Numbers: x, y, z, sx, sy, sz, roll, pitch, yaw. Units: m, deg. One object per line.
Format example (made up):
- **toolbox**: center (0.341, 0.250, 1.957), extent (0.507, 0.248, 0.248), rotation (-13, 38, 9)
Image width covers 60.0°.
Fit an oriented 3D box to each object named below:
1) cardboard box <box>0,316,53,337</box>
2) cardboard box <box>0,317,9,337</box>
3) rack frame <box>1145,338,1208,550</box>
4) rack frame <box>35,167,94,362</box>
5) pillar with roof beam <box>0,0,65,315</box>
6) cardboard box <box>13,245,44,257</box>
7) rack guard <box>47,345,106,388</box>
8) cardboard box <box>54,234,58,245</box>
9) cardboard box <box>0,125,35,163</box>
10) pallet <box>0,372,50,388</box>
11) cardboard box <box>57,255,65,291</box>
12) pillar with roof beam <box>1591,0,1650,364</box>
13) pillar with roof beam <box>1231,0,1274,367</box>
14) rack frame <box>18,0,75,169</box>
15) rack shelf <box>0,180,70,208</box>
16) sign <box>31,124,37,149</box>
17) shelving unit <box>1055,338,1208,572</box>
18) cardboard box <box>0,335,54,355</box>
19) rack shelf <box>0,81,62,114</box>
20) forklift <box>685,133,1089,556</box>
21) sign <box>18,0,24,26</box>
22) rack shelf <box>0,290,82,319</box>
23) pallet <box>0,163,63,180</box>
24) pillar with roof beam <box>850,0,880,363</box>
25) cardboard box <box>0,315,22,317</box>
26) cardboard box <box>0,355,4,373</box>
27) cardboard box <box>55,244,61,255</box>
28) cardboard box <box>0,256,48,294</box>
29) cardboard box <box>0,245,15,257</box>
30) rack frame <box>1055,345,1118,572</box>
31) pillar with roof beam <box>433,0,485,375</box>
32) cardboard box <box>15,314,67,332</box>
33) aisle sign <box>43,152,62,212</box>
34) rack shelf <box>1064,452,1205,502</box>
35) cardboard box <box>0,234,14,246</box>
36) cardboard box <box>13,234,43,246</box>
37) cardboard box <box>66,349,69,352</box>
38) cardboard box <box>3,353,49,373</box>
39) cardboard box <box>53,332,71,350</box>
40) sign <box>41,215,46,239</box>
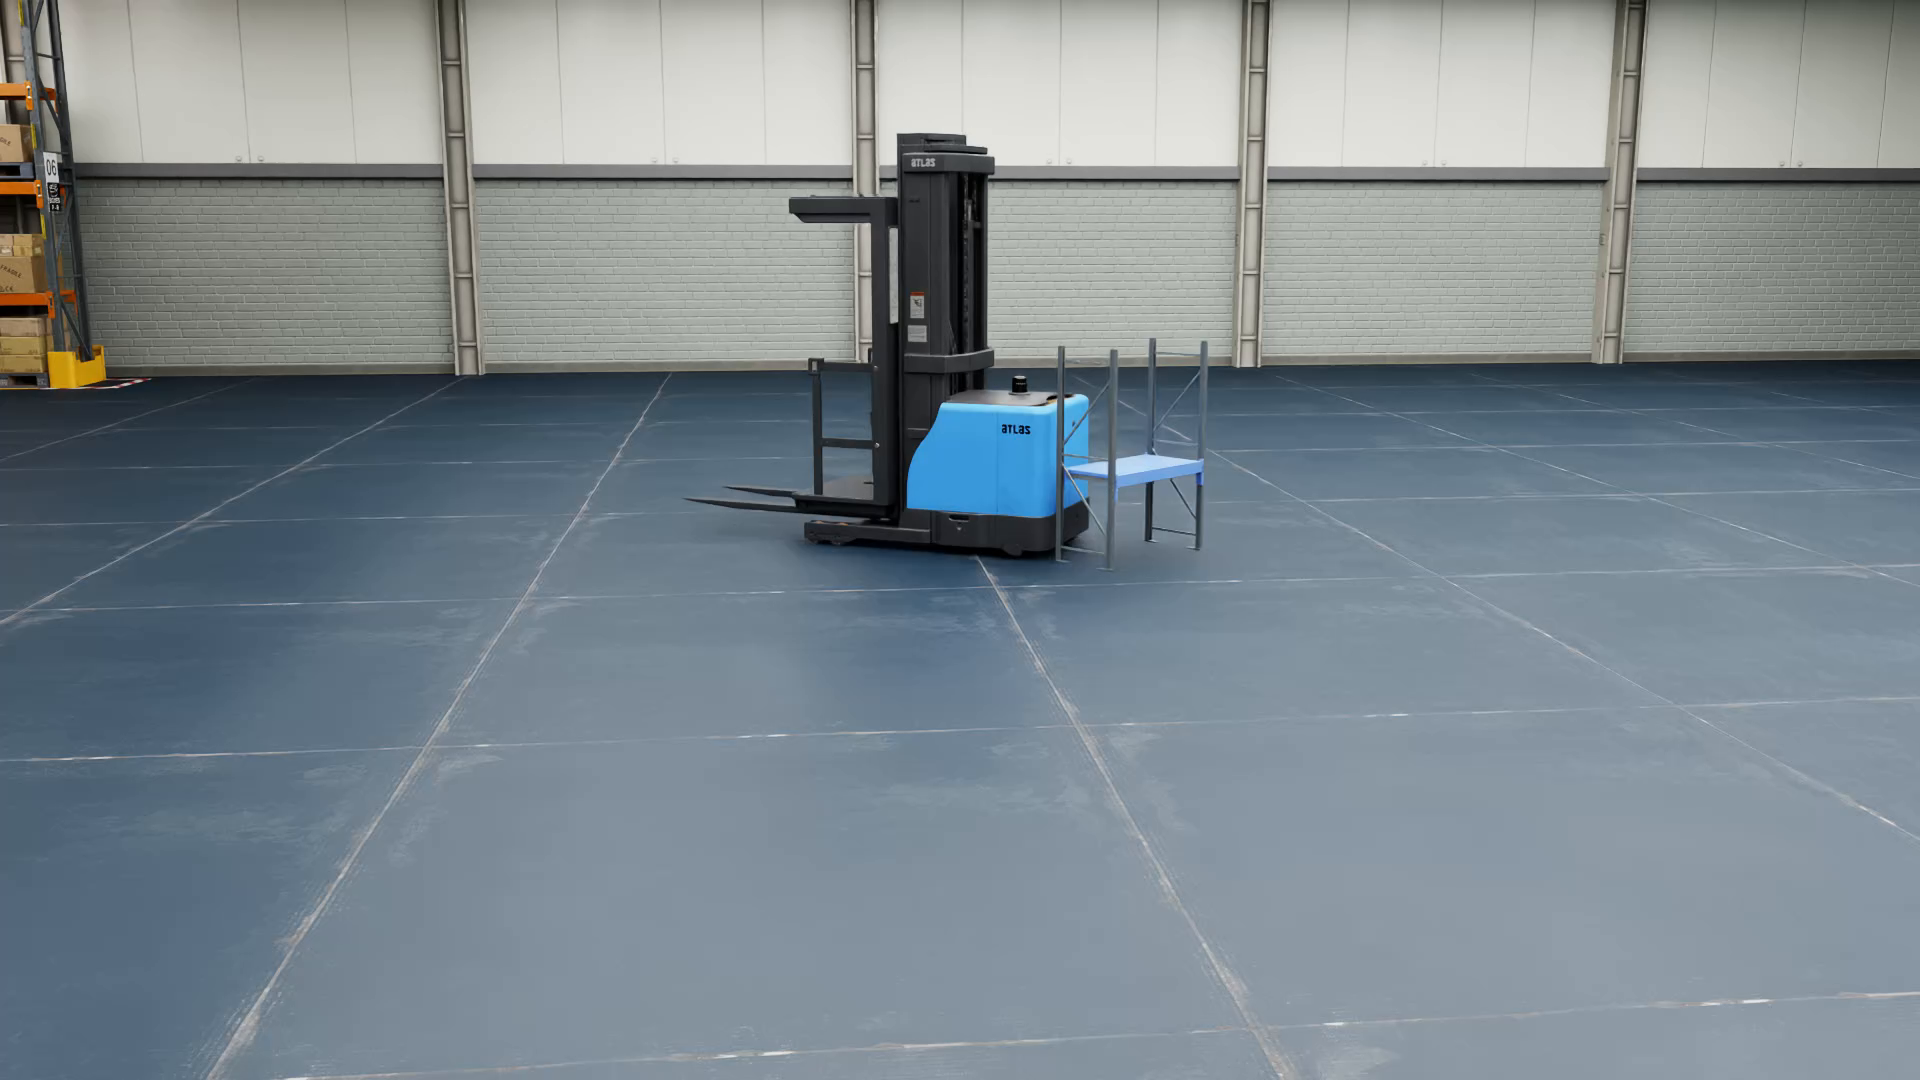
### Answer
- **cardboard box**: center (-12.992, -2.973, 23.161), extent (0.500, 0.250, 0.500), rotation (-1, 11, -4)
- **cardboard box**: center (-13.499, -2.961, 23.101), extent (0.500, 0.250, 0.500), rotation (-1, 11, -5)
- **rack frame**: center (1.561, -0.698, 12.031), extent (0.500, 1.500, 0.032), rotation (11, 15, 43)
- **rack frame**: center (-12.568, -3.695, 23.386), extent (0.127, 3.000, 1.000), rotation (-1, 11, -6)
- **pillar with roof beam**: center (-12.892, -5.971, 19.413), extent (0.400, 9.000, 9.100), rotation (-1, 11, -6)
- **cardboard box**: center (-12.882, -4.001, 23.003), extent (0.250, 0.149, 0.380), rotation (-1, 11, -5)
- **rack guard**: center (-12.544, -2.469, 23.629), extent (0.348, 0.500, 1.175), rotation (-1, 11, -6)
- **cardboard box**: center (-12.925, -4.242, 23.458), extent (0.250, 0.149, 0.380), rotation (-1, 11, -7)
- **cardboard box**: center (-12.981, -5.415, 22.752), extent (0.500, 0.500, 0.500), rotation (-1, 11, -4)
- **pallet**: center (-13.323, -2.303, 23.533), extent (1.213, 0.211, 1.003), rotation (-1, 11, -6)
- **cardboard box**: center (-13.090, -3.787, 23.595), extent (0.500, 0.500, 0.500), rotation (-1, 11, -4)
- **pillar with roof beam**: center (10.967, -6.471, 21.956), extent (0.400, 9.000, 9.100), rotation (-1, 11, -6)
- **pillar with roof beam**: center (5.002, -6.346, 21.320), extent (0.400, 9.000, 9.100), rotation (-1, 11, -6)
- **rack frame**: center (-12.568, -6.638, 22.807), extent (0.127, 3.000, 1.000), rotation (-1, 11, -6)
- **rack shelf**: center (-14.556, -4.772, 22.954), extent (4.000, 0.370, 1.077), rotation (-1, 11, -6)
- **sign**: center (-12.523, -5.458, 22.488), extent (0.005, 0.325, 0.100), rotation (-1, 11, -6)
- **shelving unit**: center (1.209, -0.627, 11.671), extent (0.538, 1.500, 1.048), rotation (11, 15, 43)
- **cardboard box**: center (-13.018, -2.727, 23.206), extent (0.500, 0.250, 0.500), rotation (-1, 11, -7)
- **rack shelf**: center (-14.556, -6.047, 22.703), extent (4.000, 0.370, 1.077), rotation (-1, 11, -6)
- **forklift**: center (-0.602, -1.486, 12.330), extent (3.031, 2.935, 1.130), rotation (5, 12, 22)
- **sign**: center (-12.523, -7.031, 22.178), extent (0.005, 0.325, 0.100), rotation (-1, 11, -6)
- **rack shelf**: center (-14.556, -3.300, 23.243), extent (4.000, 0.370, 1.077), rotation (-1, 11, -6)
- **pallet**: center (-13.273, -5.113, 23.055), extent (1.213, 0.211, 1.003), rotation (-1, 11, -6)
- **pillar with roof beam**: center (-0.963, -6.221, 20.685), extent (0.400, 9.000, 9.100), rotation (-1, 11, -6)
- **cardboard box**: center (-13.562, -3.057, 23.591), extent (0.500, 0.250, 0.500), rotation (-1, 11, -6)
- **cardboard box**: center (-13.496, -2.473, 23.209), extent (0.500, 0.250, 0.500), rotation (-1, 11, -6)
- **cardboard box**: center (-12.933, -4.105, 23.531), extent (0.250, 0.149, 0.380), rotation (-1, 11, -8)
- **cardboard box**: center (-13.029, -3.683, 23.068), extent (0.500, 0.500, 0.500), rotation (-1, 11, -7)
- **cardboard box**: center (-13.133, -3.990, 22.947), extent (0.250, 0.149, 0.380), rotation (-1, 11, -5)
- **rack frame**: center (0.856, -0.557, 11.312), extent (0.500, 1.500, 0.032), rotation (11, 15, 43)
- **pillar with roof beam**: center (-6.927, -6.096, 20.049), extent (0.400, 9.000, 9.100), rotation (-1, 11, -6)
- **cardboard box**: center (-13.066, -3.068, 23.648), extent (0.500, 0.250, 0.500), rotation (-1, 11, -7)
- **aisle sign**: center (-12.471, -4.915, 22.855), extent (0.004, 0.787, 0.394), rotation (-1, 11, -6)
- **rack shelf**: center (1.209, -0.451, 11.706), extent (0.538, 0.185, 1.000), rotation (11, 15, 43)
- **cardboard box**: center (-13.143, -4.149, 22.985), extent (0.250, 0.149, 0.380), rotation (-1, 11, -6)
- **cardboard box**: center (-12.901, -4.160, 23.041), extent (0.250, 0.149, 0.380), rotation (-1, 11, -6)
- **cardboard box**: center (-13.077, -2.579, 23.749), extent (0.500, 0.250, 0.500), rotation (-1, 11, -6)
- **cardboard box**: center (-13.001, -2.481, 23.252), extent (0.500, 0.250, 0.500), rotation (-1, 11, -6)
- **cardboard box**: center (-13.058, -2.827, 23.715), extent (0.500, 0.250, 0.500), rotation (-1, 11, -5)
- **sign**: center (-12.523, -4.275, 22.720), extent (0.005, 0.325, 0.100), rotation (-1, 11, -6)
